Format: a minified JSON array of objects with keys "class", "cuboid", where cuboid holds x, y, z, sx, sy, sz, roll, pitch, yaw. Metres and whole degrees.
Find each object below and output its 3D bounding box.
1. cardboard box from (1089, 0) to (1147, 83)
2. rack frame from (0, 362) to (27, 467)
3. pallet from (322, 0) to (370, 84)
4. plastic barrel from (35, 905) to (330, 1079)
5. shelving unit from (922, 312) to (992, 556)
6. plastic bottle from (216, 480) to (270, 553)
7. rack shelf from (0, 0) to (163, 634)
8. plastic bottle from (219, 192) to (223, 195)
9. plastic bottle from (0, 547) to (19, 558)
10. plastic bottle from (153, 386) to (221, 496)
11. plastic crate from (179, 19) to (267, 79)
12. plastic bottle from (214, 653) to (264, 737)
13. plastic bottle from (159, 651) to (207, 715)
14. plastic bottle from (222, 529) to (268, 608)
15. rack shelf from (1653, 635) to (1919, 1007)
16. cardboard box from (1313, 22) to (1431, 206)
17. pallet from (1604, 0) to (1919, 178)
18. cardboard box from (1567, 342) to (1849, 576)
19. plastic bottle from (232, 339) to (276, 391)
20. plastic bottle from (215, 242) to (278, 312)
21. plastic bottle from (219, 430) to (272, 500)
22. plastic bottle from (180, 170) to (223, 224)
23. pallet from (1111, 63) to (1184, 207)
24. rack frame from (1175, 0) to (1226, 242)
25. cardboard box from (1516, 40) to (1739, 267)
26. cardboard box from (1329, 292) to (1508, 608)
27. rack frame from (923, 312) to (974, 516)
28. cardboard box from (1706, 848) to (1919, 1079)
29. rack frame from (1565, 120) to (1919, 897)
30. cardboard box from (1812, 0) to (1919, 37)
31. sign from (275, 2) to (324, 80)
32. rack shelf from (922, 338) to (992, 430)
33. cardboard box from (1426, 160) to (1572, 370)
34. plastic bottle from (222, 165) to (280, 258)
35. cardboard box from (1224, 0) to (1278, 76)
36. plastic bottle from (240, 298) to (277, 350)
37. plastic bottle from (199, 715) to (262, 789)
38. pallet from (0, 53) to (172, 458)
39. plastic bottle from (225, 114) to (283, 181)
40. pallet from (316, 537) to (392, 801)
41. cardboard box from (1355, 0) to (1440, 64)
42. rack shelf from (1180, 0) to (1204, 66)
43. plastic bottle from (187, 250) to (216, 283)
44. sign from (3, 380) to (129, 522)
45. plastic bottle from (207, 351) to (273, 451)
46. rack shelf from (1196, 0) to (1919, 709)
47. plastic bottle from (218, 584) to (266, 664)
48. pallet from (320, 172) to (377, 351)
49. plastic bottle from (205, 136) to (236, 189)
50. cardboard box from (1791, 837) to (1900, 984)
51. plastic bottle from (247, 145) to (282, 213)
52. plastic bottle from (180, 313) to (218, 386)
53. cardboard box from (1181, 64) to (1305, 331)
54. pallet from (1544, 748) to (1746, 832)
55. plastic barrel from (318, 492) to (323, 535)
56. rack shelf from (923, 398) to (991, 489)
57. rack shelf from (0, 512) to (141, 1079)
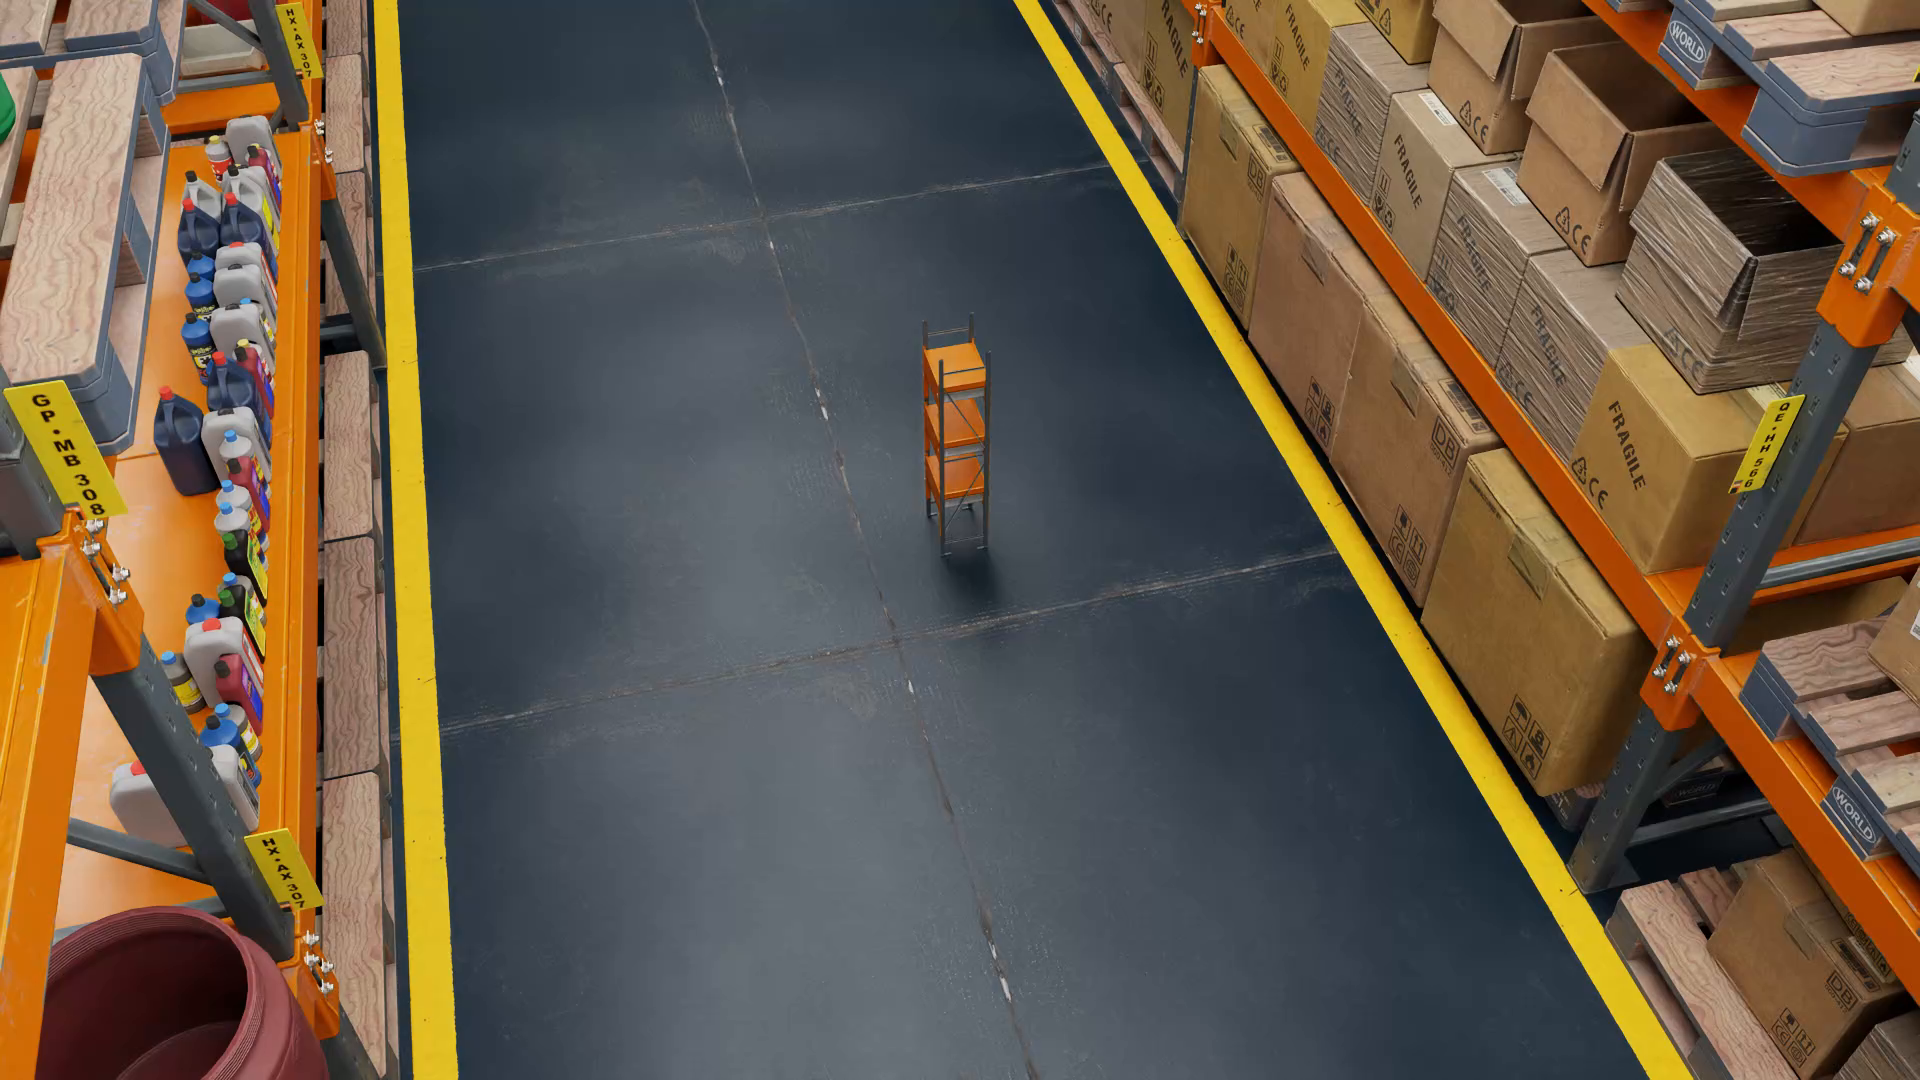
[{"class":"cardboard box","cuboid":[1.288,-3.201,9.231,0.875,0.875,0.875,-11,47,-10]},{"class":"rack frame","cuboid":[-2.153,-1.138,1.816,1.000,3.000,0.127,-11,47,-10]},{"class":"pallet","cuboid":[-4.028,-3.009,9.802,1.003,0.211,1.213,-11,47,-10]},{"class":"plastic barrel","cuboid":[-1.742,1.179,3.650,0.600,0.536,0.708,-11,47,-10]},{"class":"shelving unit","cuboid":[-0.014,-0.404,6.662,0.215,1.050,0.252,-11,47,-10]},{"class":"plastic bottle","cuboid":[-2.192,-0.074,5.063,0.097,0.271,0.097,0,46,0]},{"class":"rack shelf","cuboid":[-2.665,-1.217,4.497,1.077,0.370,4.000,-11,47,-10]},{"class":"plastic bottle","cuboid":[-2.786,-1.230,6.245,0.097,0.201,0.097,0,46,0]},{"class":"plastic bottle","cuboid":[-2.962,-0.129,5.061,0.144,0.351,0.185,-11,47,-10]},{"class":"plastic bottle","cuboid":[-2.456,-0.327,5.255,0.144,0.351,0.185,-11,47,-10]},{"class":"plastic crate","cuboid":[-3.158,-2.076,7.078,0.396,0.136,0.243,-11,47,-10]},{"class":"plastic bottle","cuboid":[-1.992,0.409,4.581,0.061,0.283,0.133,-11,47,-10]},{"class":"plastic bottle","cuboid":[-2.186,0.390,4.658,0.097,0.201,0.097,0,46,0]},{"class":"plastic bottle","cuboid":[-2.119,0.065,4.919,0.061,0.283,0.133,-11,47,-10]},{"class":"rack shelf","cuboid":[3.146,1.689,3.749,1.077,0.370,4.000,-11,47,-10]},{"class":"cardboard box","cuboid":[1.744,-1.685,6.482,0.500,0.500,0.500,-12,47,-11]},{"class":"pallet","cuboid":[2.418,-1.363,4.268,1.213,0.211,1.003,-9,46,-8]},{"class":"cardboard box","cuboid":[2.269,-0.274,5.099,0.500,0.500,0.500,-9,46,-9]},{"class":"plastic bottle","cuboid":[-2.391,-0.589,5.617,0.097,0.201,0.097,0,46,0]},{"class":"plastic bottle","cuboid":[-2.541,-0.943,5.912,0.152,0.276,0.135,-11,47,-10]},{"class":"plastic bottle","cuboid":[-2.251,-0.234,5.220,0.097,0.271,0.097,0,46,0]},{"class":"plastic bottle","cuboid":[-2.765,-1.182,6.093,0.144,0.351,0.185,-11,47,-10]},{"class":"pallet","cuboid":[1.491,-2.269,9.077,1.003,0.211,1.213,-11,47,-10]},{"class":"rack frame","cuboid":[1.610,-2.706,7.552,1.000,3.000,0.127,-11,47,-10]},{"class":"cardboard box","cuboid":[2.299,-1.288,5.391,0.797,0.503,0.637,-10,46,-9]},{"class":"cardboard box","cuboid":[2.257,-0.444,6.530,1.225,0.875,0.875,-11,47,-10]},{"class":"rack frame","cuboid":[-0.045,-0.489,6.745,0.200,1.050,0.008,-11,47,-10]},{"class":"cardboard box","cuboid":[2.825,1.236,5.132,0.700,0.500,0.500,-13,47,-12]},{"class":"rack frame","cuboid":[2.634,0.056,4.846,1.000,3.000,0.127,-11,47,-10]},{"class":"cardboard box","cuboid":[2.409,-1.585,3.987,0.797,0.503,0.637,-8,46,-8]},{"class":"sign","cuboid":[-2.645,-1.996,6.663,0.100,0.325,0.005,-11,47,-10]},{"class":"rack shelf","cuboid":[-0.014,-0.596,6.467,0.215,0.259,0.240,-11,47,-10]},{"class":"cardboard box","cuboid":[2.011,-0.978,5.789,0.500,0.500,0.500,-12,47,-12]},{"class":"plastic bottle","cuboid":[-2.626,-1.208,6.119,0.144,0.351,0.185,-11,47,-10]},{"class":"cardboard box","cuboid":[1.487,-2.377,7.160,0.500,0.500,0.500,-11,47,-10]},{"class":"plastic bottle","cuboid":[-2.451,-0.749,5.774,0.097,0.201,0.097,0,46,0]},{"class":"plastic bottle","cuboid":[-1.955,0.564,4.438,0.097,0.271,0.097,0,46,0]},{"class":"pallet","cuboid":[-2.255,-0.568,3.489,1.003,0.211,1.213,-11,47,-10]},{"class":"plastic bottle","cuboid":[-2.764,-1.544,6.500,0.152,0.276,0.135,-11,47,-10]},{"class":"pallet","cuboid":[-2.704,0.560,6.304,1.003,0.211,1.213,-11,47,-10]},{"class":"cardboard box","cuboid":[1.946,-2.176,6.261,0.797,0.503,0.637,-10,46,-10]},{"class":"rack shelf","cuboid":[1.098,-3.835,9.162,1.077,0.370,4.000,-11,47,-10]},{"class":"plastic bottle","cuboid":[-2.657,-0.906,5.878,0.097,0.271,0.097,0,46,0]},{"class":"sign","cuboid":[-1.623,-0.157,3.028,0.100,0.325,0.005,-11,47,-10]},{"class":"plastic bottle","cuboid":[-2.344,-0.447,5.374,0.144,0.351,0.185,-11,47,-10]},{"class":"rack shelf","cuboid":[2.122,-1.073,6.456,1.077,0.370,4.000,-11,47,-10]},{"class":"plastic bottle","cuboid":[-2.060,0.224,4.762,0.061,0.283,0.133,-11,47,-10]},{"class":"pallet","cuboid":[-3.403,-1.325,8.151,1.003,0.211,1.213,-11,47,-10]},{"class":"plastic bottle","cuboid":[-2.880,-1.482,6.492,0.097,0.201,0.097,0,46,0]},{"class":"cardboard box","cuboid":[2.835,0.972,4.865,0.500,0.250,0.500,-9,46,-9]},{"class":"plastic bottle","cuboid":[-2.661,-1.395,6.349,0.061,0.283,0.133,-11,47,-10]},{"class":"plastic bottle","cuboid":[-2.563,-0.653,5.630,0.097,0.271,0.097,0,46,0]},{"class":"cardboard box","cuboid":[1.794,-1.671,7.731,1.225,0.875,0.875,-11,47,-10]},{"class":"pallet","cuboid":[2.505,0.474,6.388,1.003,0.211,1.213,-11,47,-10]},{"class":"plastic barrel","cuboid":[-2.873,-0.345,6.414,0.600,0.901,0.708,-11,47,-10]},{"class":"rack shelf","cuboid":[-0.014,-0.397,6.670,0.215,0.259,0.240,-11,47,-10]},{"class":"rack shelf","cuboid":[-1.641,1.544,1.791,1.077,0.370,4.000,-11,47,-10]}]
